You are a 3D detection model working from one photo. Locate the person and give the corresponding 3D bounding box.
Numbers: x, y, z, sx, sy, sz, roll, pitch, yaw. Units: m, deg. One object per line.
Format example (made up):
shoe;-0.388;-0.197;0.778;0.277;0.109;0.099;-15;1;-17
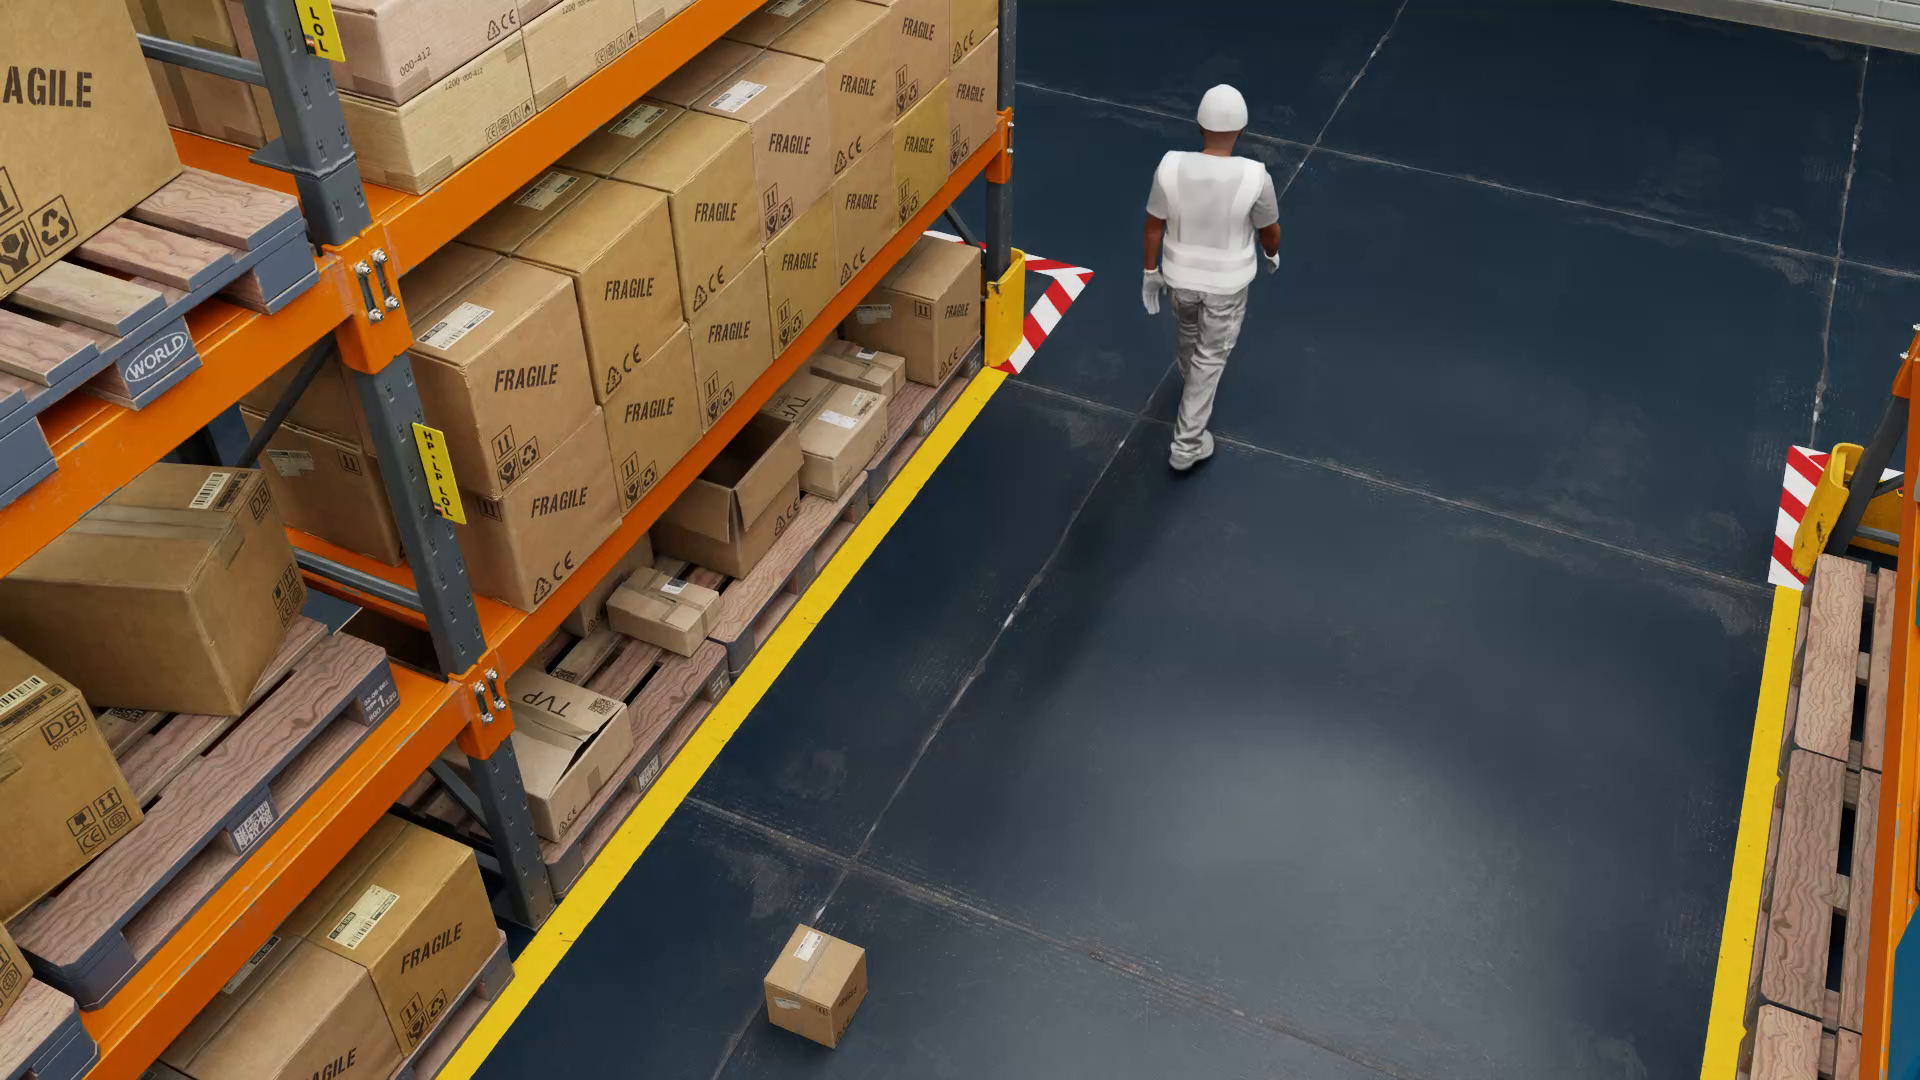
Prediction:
person;1.145;-1.256;7.546;0.564;1.744;0.980;17;44;18
